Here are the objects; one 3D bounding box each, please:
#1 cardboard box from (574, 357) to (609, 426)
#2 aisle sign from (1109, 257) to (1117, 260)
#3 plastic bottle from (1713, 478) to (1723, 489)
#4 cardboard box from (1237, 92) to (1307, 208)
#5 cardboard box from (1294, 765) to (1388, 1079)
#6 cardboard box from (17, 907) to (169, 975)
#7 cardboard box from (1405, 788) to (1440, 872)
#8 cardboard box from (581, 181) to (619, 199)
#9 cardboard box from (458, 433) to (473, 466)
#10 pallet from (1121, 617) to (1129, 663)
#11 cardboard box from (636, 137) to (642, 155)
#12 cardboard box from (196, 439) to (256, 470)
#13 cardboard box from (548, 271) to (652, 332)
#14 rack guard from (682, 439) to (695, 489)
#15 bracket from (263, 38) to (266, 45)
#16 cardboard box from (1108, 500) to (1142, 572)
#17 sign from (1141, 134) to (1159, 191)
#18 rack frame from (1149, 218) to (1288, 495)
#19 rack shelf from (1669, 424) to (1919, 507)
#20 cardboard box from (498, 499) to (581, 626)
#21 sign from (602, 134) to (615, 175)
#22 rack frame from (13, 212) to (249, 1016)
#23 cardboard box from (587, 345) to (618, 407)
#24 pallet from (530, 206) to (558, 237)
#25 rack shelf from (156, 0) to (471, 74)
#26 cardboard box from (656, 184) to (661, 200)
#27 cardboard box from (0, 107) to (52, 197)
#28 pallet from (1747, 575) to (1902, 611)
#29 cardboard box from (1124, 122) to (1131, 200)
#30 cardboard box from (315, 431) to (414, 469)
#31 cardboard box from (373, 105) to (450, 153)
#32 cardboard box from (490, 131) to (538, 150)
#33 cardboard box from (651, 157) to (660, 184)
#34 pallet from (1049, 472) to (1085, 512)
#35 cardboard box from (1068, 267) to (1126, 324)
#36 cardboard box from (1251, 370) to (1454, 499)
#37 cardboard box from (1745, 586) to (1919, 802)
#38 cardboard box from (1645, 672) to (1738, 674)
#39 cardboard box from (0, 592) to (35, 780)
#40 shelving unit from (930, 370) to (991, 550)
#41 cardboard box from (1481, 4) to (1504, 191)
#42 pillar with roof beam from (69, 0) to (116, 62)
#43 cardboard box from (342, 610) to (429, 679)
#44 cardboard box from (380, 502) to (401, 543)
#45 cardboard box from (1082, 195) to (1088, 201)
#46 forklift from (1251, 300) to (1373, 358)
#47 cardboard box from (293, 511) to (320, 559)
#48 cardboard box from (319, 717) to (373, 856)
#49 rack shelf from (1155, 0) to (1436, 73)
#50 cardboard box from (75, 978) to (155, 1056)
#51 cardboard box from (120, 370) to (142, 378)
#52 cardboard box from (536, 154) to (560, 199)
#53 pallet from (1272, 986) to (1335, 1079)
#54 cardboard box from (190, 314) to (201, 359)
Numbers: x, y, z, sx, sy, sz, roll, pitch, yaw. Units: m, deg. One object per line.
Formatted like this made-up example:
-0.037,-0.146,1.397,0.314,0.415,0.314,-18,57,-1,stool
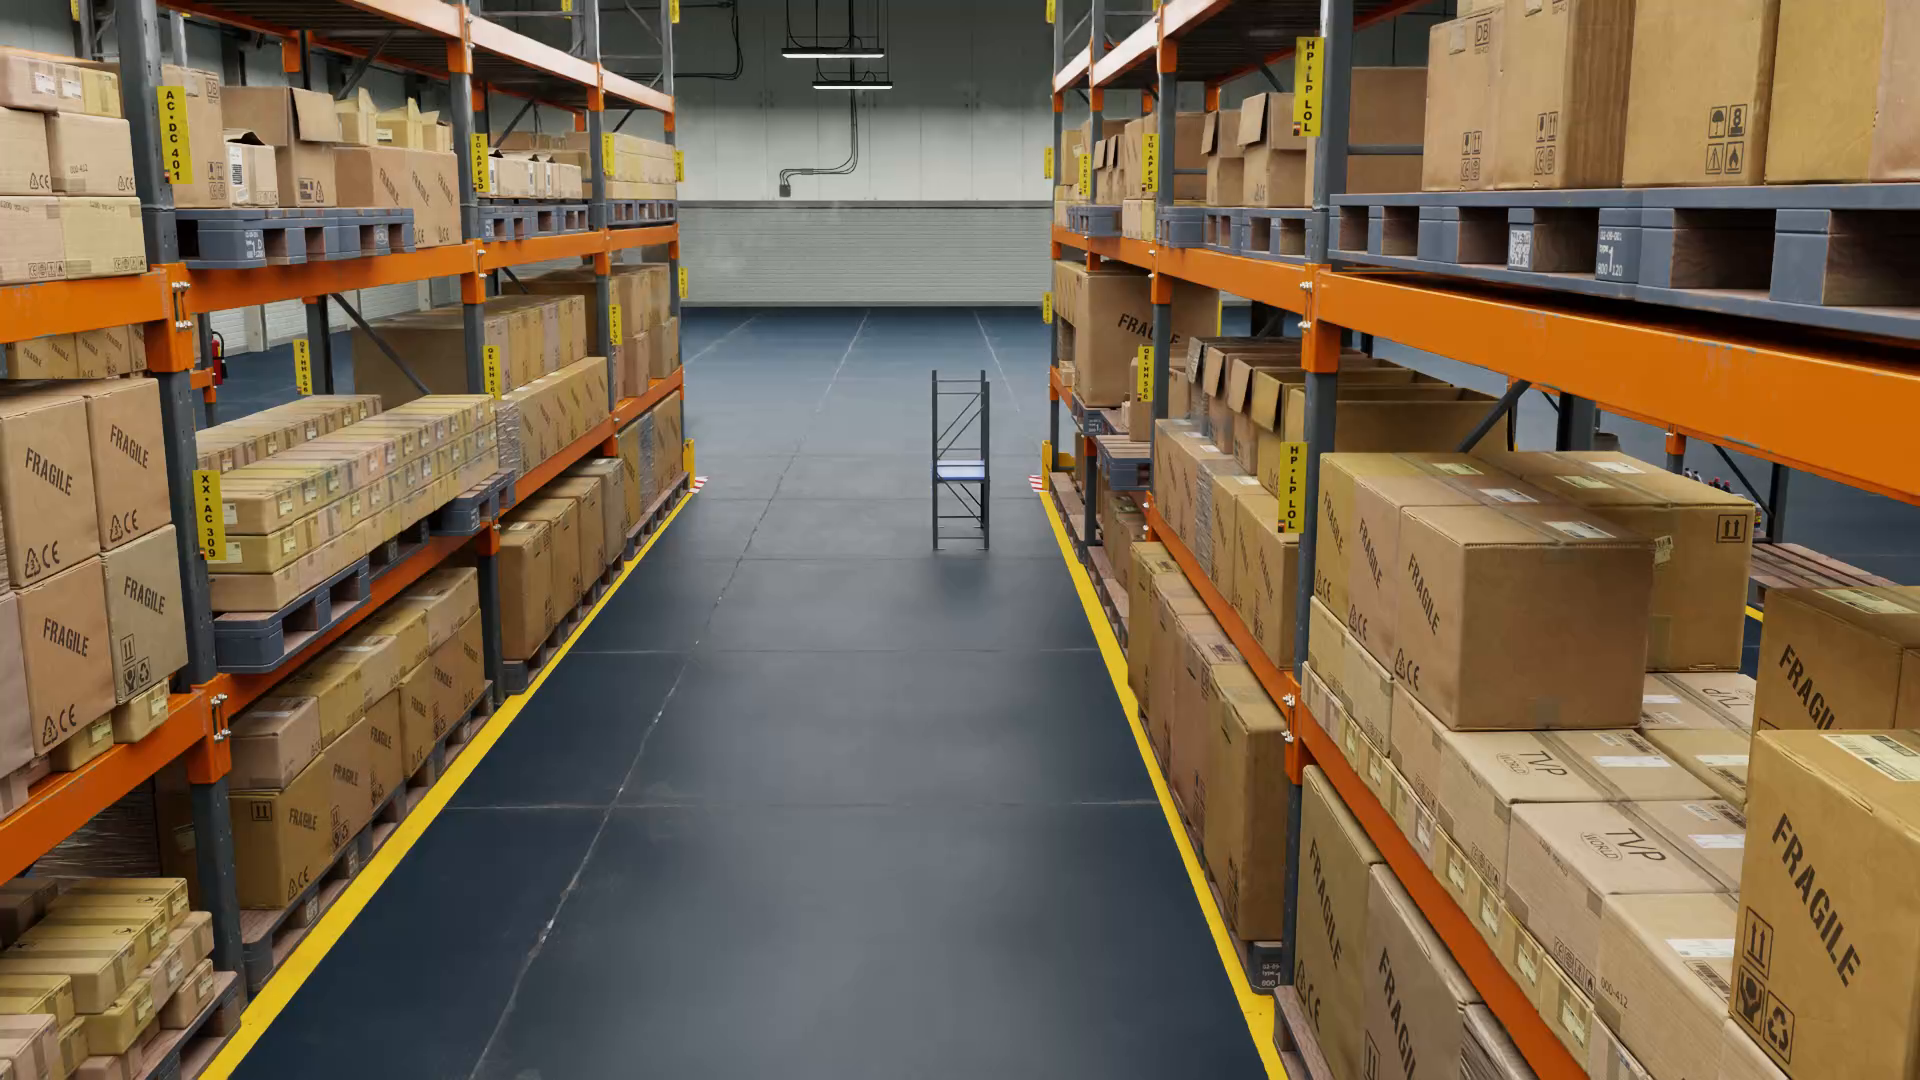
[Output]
-3.123,-1.197,13.353,0.500,0.500,0.500,0,11,-1,cardboard box
1.776,-3.333,17.598,0.394,0.787,0.004,0,11,-1,aisle sign
6.906,-0.388,15.174,0.144,0.351,0.185,-1,11,-4,plastic bottle
1.706,-1.776,7.599,0.797,0.503,0.637,0,11,-2,cardboard box
1.659,1.307,5.553,0.875,0.875,0.875,0,11,-1,cardboard box
-2.923,1.360,5.620,0.380,0.149,0.250,0,11,0,cardboard box
1.426,0.781,4.490,0.380,0.149,0.250,0,11,0,cardboard box
-3.069,-2.926,13.907,0.380,0.149,0.250,0,11,-2,cardboard box
-2.838,-0.482,8.909,0.380,0.149,0.250,0,11,0,cardboard box
1.628,0.756,10.994,1.003,0.211,1.213,0,11,-1,pallet
-3.096,-3.570,15.075,0.380,0.149,0.250,0,11,-1,cardboard box
-3.465,-0.372,7.620,0.380,0.149,0.250,-1,11,-4,cardboard box
-3.394,-2.249,15.696,0.875,0.550,0.500,0,11,-1,cardboard box
-3.484,-0.825,18.060,1.175,0.500,0.348,0,11,-1,rack guard
-14.305,-10.208,33.880,0.235,0.232,0.430,0,11,-1,bracket
1.542,-0.024,13.005,0.700,0.500,0.500,0,11,-2,cardboard box
1.100,-2.177,9.592,0.100,0.325,0.005,0,11,-1,sign
1.643,-0.455,9.951,1.000,3.000,0.127,0,11,-1,rack frame
6.553,-0.521,12.082,1.077,0.370,4.000,0,11,-1,rack shelf
-3.262,0.146,11.586,1.050,0.750,0.750,0,11,0,cardboard box
-2.859,-3.132,13.508,0.100,0.325,0.005,0,11,-1,sign
-3.236,0.340,6.030,1.000,3.000,0.127,0,11,-1,rack frame
-3.421,-1.397,14.215,0.875,0.550,0.550,0,11,-1,cardboard box
-3.411,-2.183,11.395,1.003,0.211,1.213,0,11,1,pallet
-3.277,-2.449,7.504,1.077,0.370,4.000,0,11,-1,rack shelf
-3.117,-3.380,16.146,0.380,0.149,0.250,0,11,-2,cardboard box
-2.973,-1.107,4.740,0.500,0.250,0.500,-1,11,-3,cardboard box
6.595,0.495,12.281,1.003,0.211,1.213,0,11,-1,pallet
1.366,-2.514,11.043,0.500,0.500,0.500,0,11,0,cardboard box
-2.821,-0.425,7.880,0.380,0.149,0.250,0,11,1,cardboard box
-3.050,-2.270,9.174,0.396,0.266,0.258,0,11,-1,cardboard box
-3.727,-3.314,13.816,0.380,0.149,0.250,0,11,-2,cardboard box
-3.175,-3.547,15.967,0.500,0.250,0.500,0,11,-1,cardboard box
1.460,-0.502,17.195,1.003,0.211,1.213,0,11,-1,pallet
1.254,-2.222,15.146,0.500,0.500,0.500,0,11,-1,cardboard box
1.701,-0.464,7.220,0.797,0.503,0.637,0,11,-1,cardboard box
2.041,0.396,3.496,0.500,0.500,0.500,-1,11,-3,cardboard box
2.010,0.457,5.082,0.500,0.250,0.500,0,11,1,cardboard box
-2.925,0.442,4.526,0.500,0.500,0.500,0,11,-1,cardboard box
-0.002,-0.752,15.184,0.538,1.500,1.048,0,11,-1,shelving unit
1.808,-1.172,4.379,0.700,0.500,0.500,0,11,2,cardboard box
-10.224,-7.185,28.033,9.100,9.000,0.548,0,11,-1,pillar with roof beam
-3.026,0.533,8.424,0.500,0.250,0.500,0,11,0,cardboard box
-2.816,-0.082,7.688,0.380,0.149,0.250,0,11,-2,cardboard box
1.258,-3.009,14.367,0.380,0.149,0.250,-1,11,-4,cardboard box
3.231,-1.349,14.526,1.130,2.935,3.031,-4,12,-18,forklift
-2.791,-0.020,6.633,0.380,0.149,0.250,0,11,-2,cardboard box
-2.998,1.106,7.484,0.500,0.500,0.500,0,11,1,cardboard box
1.684,-2.449,7.506,1.077,0.370,4.000,0,11,-1,rack shelf
-2.870,1.554,5.413,0.380,0.149,0.250,-1,11,-3,cardboard box
-8.113,-1.554,16.000,0.380,0.149,0.250,0,11,-2,cardboard box
-3.145,-2.584,11.814,0.500,0.311,0.500,-1,11,-3,cardboard box
1.663,1.858,5.562,1.003,0.211,1.213,0,11,-1,pallet
-8.144,-2.093,17.023,0.500,0.500,0.500,0,11,-2,cardboard box
